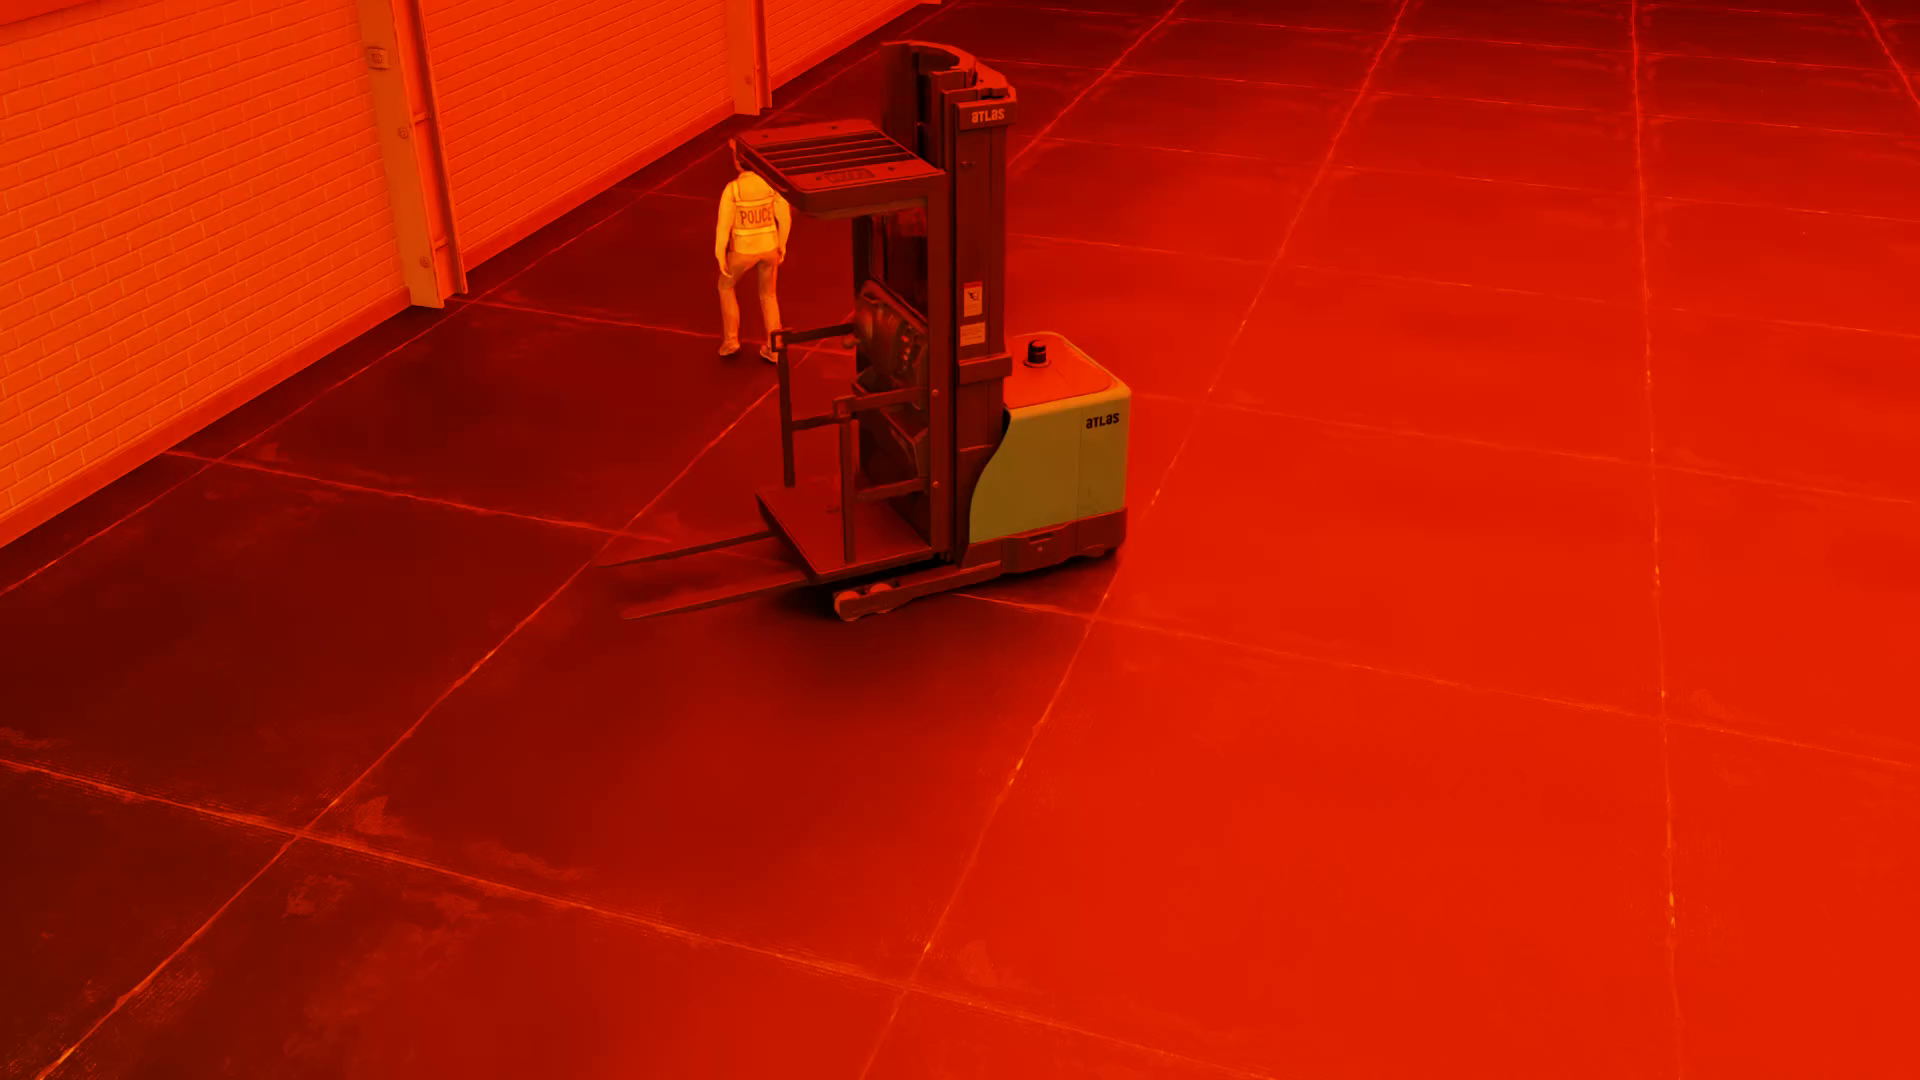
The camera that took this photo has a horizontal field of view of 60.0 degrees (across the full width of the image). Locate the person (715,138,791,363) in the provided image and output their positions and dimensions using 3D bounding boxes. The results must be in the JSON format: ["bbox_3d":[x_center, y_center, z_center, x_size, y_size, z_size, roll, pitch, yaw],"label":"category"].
[{"bbox_3d":[-1.523,-2.089,12.160,0.591,1.716,0.477,-14,33,-23],"label":"person"}]

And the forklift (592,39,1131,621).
[{"bbox_3d":[-0.570,-1.117,9.096,3.031,2.935,1.130,-13,32,-21],"label":"forklift"}]
